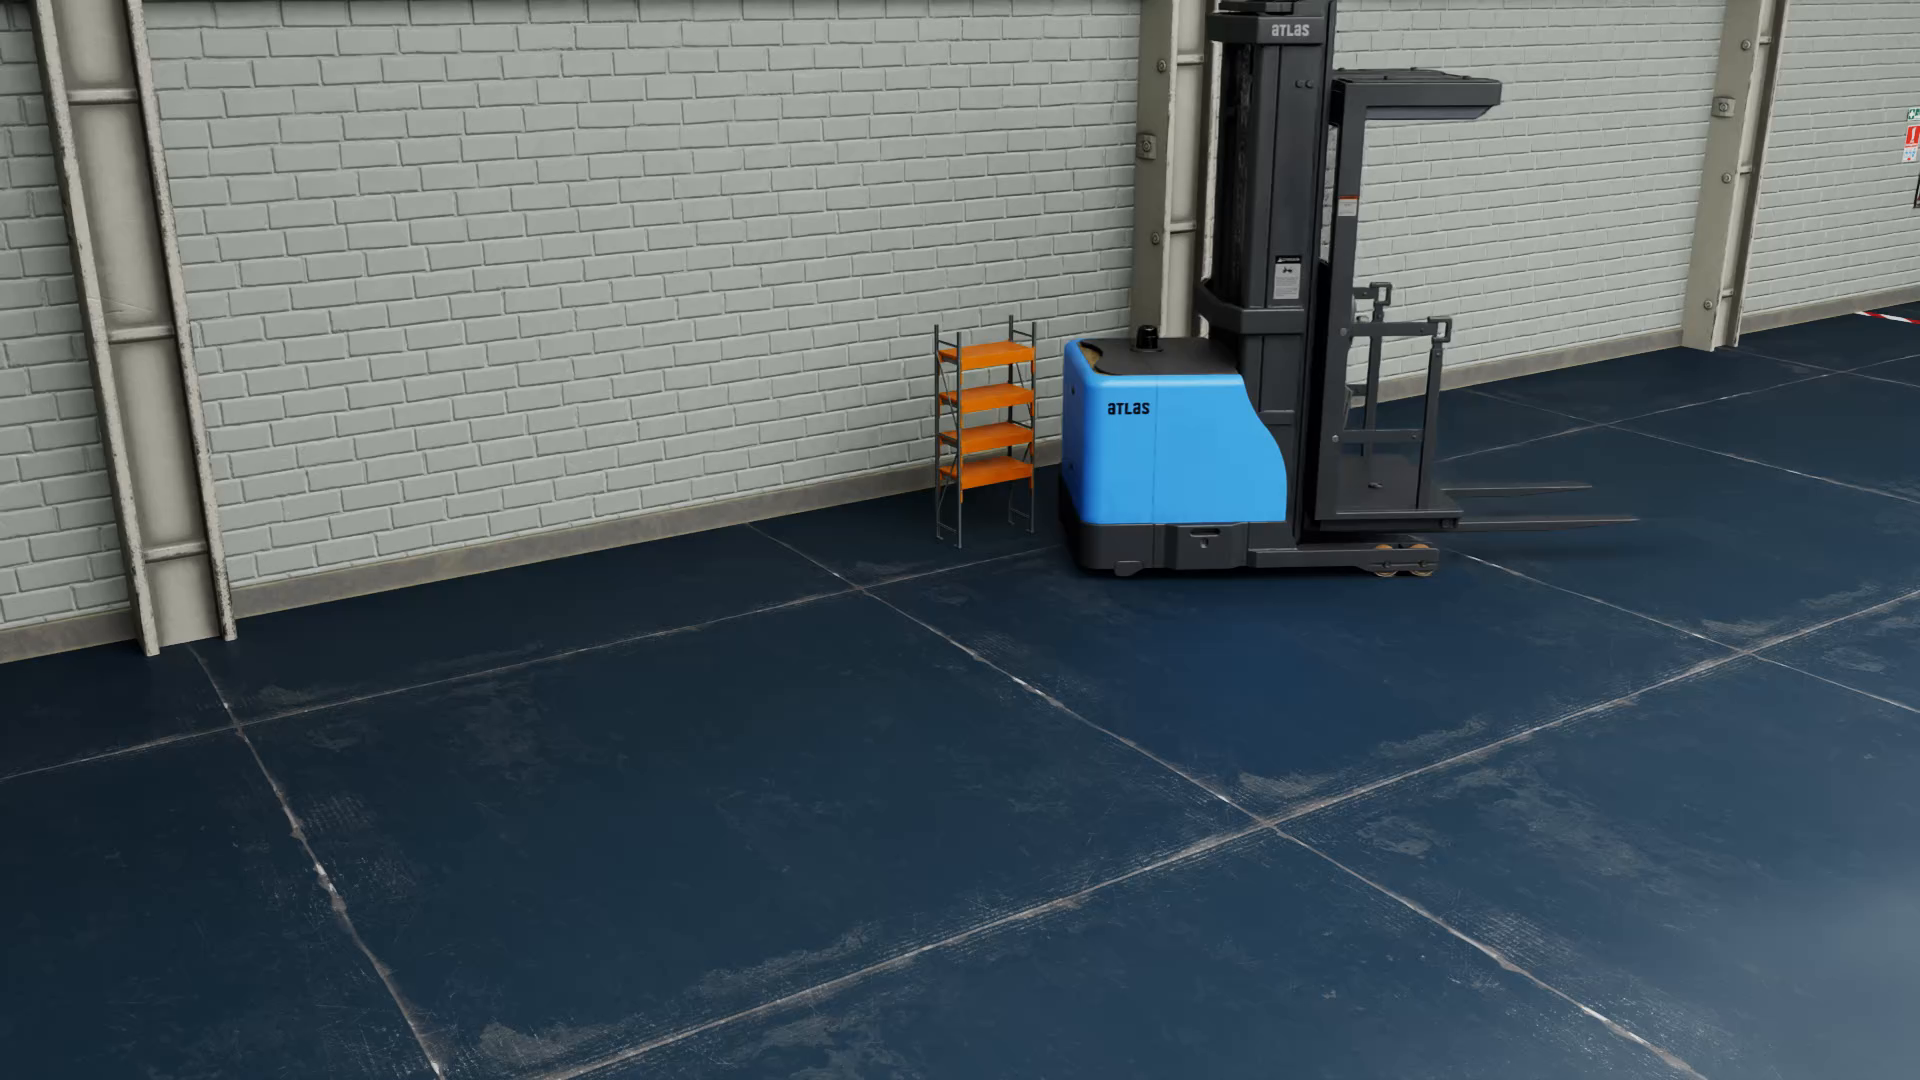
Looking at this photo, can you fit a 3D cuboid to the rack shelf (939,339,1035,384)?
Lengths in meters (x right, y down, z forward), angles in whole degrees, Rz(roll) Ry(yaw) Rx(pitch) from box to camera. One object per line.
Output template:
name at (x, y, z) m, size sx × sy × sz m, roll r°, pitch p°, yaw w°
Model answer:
rack shelf at (0.138, -0.970, 9.013) m, size 0.480 × 0.148 × 0.258 m, roll -12°, pitch 22°, yaw -31°

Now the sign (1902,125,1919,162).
sign at (8.764, -3.653, 15.310) m, size 0.234 × 0.329 × 0.001 m, roll -12°, pitch 22°, yaw -31°

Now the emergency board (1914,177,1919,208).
emergency board at (9.265, -3.709, 15.532) m, size 0.626 × 1.169 × 0.157 m, roll -12°, pitch 22°, yaw -31°

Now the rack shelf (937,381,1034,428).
rack shelf at (0.138, -0.746, 9.089) m, size 0.480 × 0.148 × 0.258 m, roll -12°, pitch 22°, yaw -31°

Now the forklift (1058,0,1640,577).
forklift at (2.097, -1.363, 8.700) m, size 3.031 × 2.935 × 1.130 m, roll -1°, pitch 19°, yaw -3°

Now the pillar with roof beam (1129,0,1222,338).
pillar with roof beam at (3.713, -3.708, 6.161) m, size 0.400 × 9.000 × 9.100 m, roll -12°, pitch 22°, yaw -31°

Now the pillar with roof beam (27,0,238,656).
pillar with roof beam at (-1.299, -2.651, 3.035) m, size 0.400 × 9.000 × 9.100 m, roll -12°, pitch 22°, yaw -31°

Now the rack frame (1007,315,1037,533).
rack frame at (0.342, -0.641, 9.266) m, size 0.015 × 1.200 × 0.240 m, roll -12°, pitch 22°, yaw -31°

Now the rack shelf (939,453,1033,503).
rack shelf at (0.138, -0.346, 9.224) m, size 0.480 × 0.148 × 0.258 m, roll -12°, pitch 22°, yaw -31°

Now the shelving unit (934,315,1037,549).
shelving unit at (0.138, -0.598, 9.139) m, size 0.503 × 1.200 × 0.258 m, roll -12°, pitch 22°, yaw -31°

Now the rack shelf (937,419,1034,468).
rack shelf at (0.138, -0.534, 9.160) m, size 0.480 × 0.148 × 0.258 m, roll -12°, pitch 22°, yaw -31°

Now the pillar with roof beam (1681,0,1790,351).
pillar with roof beam at (8.724, -4.764, 9.287) m, size 0.400 × 9.000 × 9.100 m, roll -12°, pitch 22°, yaw -31°

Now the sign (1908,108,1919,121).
sign at (8.772, -3.902, 15.221) m, size 0.331 × 0.109 × 0.001 m, roll -12°, pitch 22°, yaw -31°

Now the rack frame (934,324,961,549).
rack frame at (-0.066, -0.555, 9.012) m, size 0.015 × 1.200 × 0.240 m, roll -12°, pitch 22°, yaw -31°
